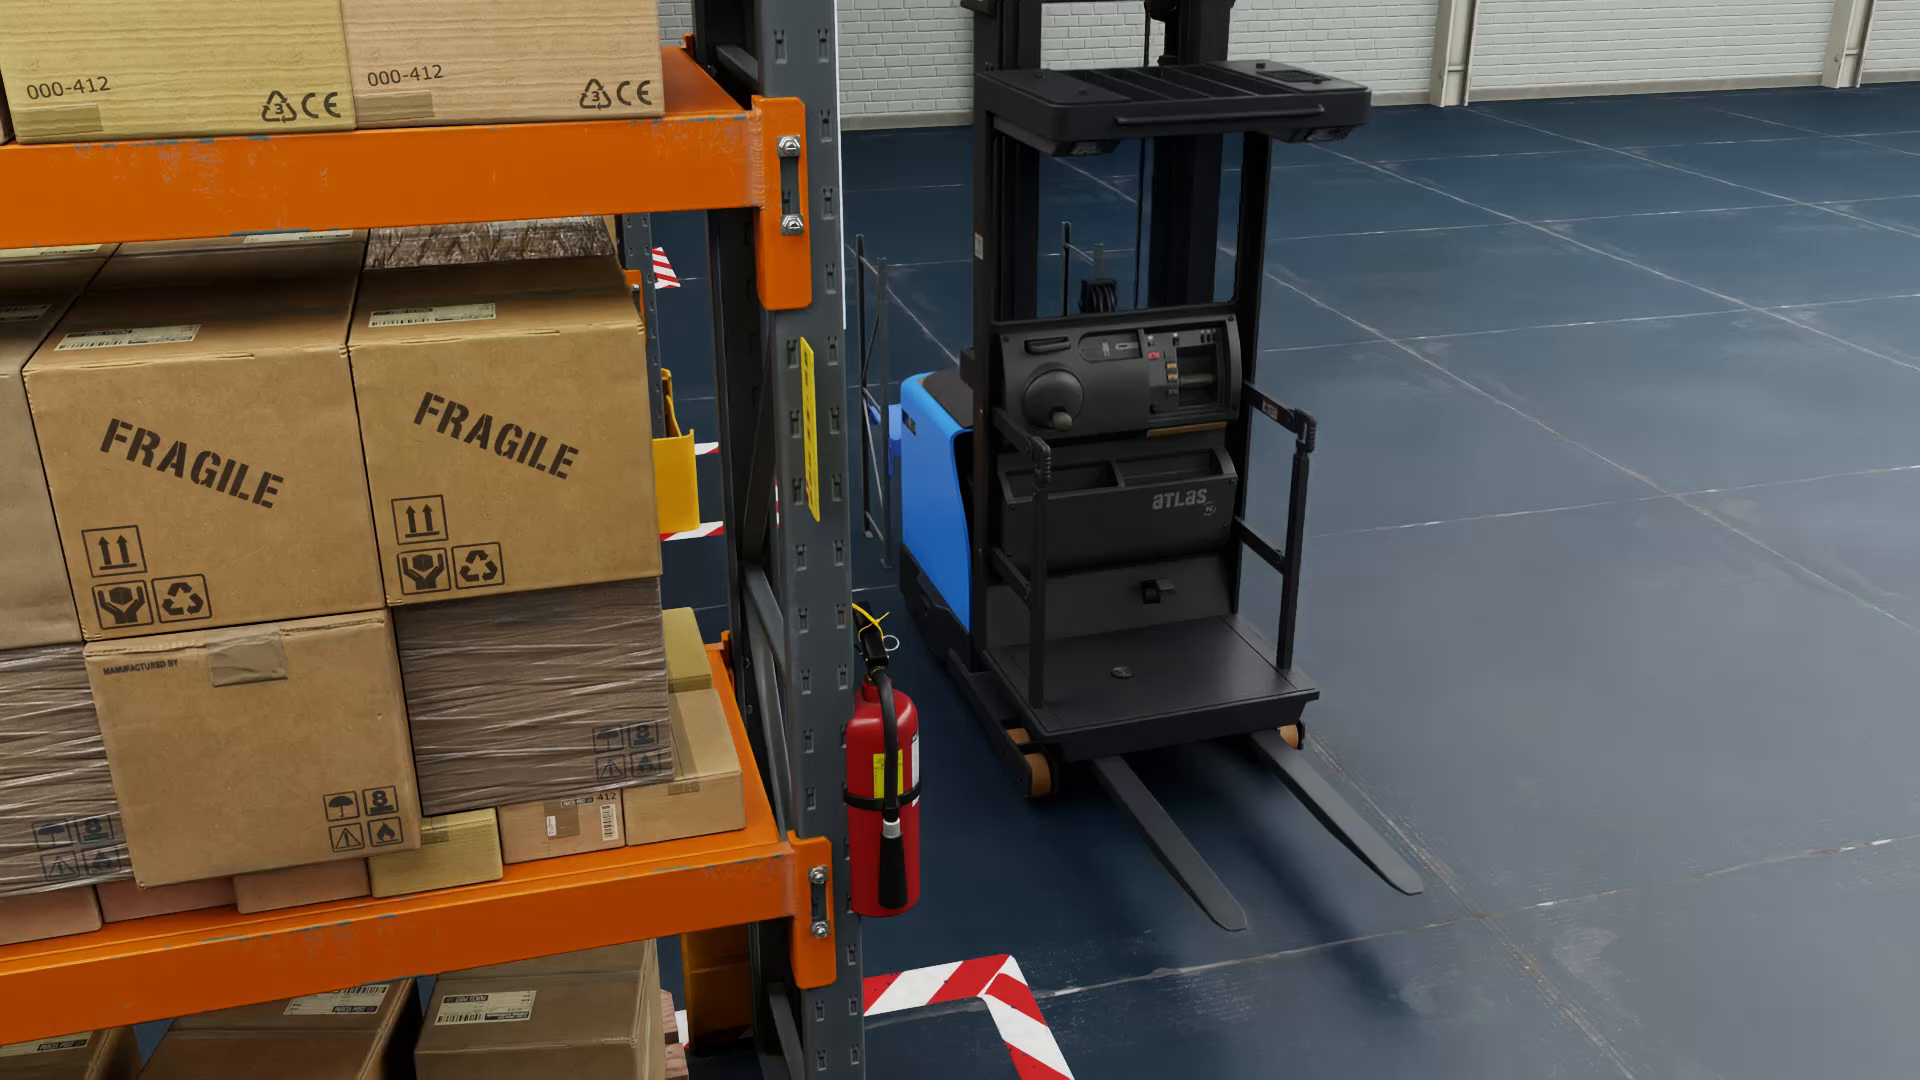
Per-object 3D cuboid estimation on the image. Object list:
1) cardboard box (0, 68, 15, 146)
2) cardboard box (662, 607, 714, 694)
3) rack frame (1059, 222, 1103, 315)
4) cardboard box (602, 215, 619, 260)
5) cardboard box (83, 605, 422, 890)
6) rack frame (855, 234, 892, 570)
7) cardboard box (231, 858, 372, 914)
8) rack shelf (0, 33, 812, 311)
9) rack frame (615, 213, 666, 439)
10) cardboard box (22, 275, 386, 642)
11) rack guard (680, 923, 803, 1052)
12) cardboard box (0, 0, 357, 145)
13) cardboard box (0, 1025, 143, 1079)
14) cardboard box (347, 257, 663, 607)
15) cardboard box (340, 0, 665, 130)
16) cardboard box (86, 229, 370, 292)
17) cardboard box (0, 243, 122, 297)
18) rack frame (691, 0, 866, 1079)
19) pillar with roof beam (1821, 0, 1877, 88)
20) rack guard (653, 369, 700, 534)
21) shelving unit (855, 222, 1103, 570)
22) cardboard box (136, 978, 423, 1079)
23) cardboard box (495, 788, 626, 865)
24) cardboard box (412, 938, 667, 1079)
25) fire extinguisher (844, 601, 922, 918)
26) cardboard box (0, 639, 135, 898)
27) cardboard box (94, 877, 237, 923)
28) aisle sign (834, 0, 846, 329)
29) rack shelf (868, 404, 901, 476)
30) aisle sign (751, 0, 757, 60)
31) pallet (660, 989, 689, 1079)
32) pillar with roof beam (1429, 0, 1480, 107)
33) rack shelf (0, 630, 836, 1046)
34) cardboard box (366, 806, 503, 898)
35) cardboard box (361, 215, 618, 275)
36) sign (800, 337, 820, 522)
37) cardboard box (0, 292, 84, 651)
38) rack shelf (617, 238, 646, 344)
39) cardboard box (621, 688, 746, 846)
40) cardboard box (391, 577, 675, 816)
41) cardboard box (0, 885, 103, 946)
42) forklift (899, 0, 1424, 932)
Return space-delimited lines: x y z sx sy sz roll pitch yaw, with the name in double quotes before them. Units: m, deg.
"cardboard box" -1.776 -0.792 2.679 0.500 0.250 0.500 -6 24 -13
"cardboard box" -0.744 0.319 4.021 0.250 0.149 0.380 -6 24 -14
"rack frame" 0.572 -0.752 8.102 0.032 1.500 0.500 -6 24 -14
"cardboard box" -1.993 -1.642 8.083 0.550 0.550 0.875 -6 24 -14
"cardboard box" -1.391 0.228 3.410 0.500 0.500 0.875 -6 24 -14
"rack frame" -0.407 -0.644 7.849 0.032 1.500 0.500 -6 24 -14
"cardboard box" -1.336 0.581 3.410 0.250 0.149 0.380 -6 24 -14
"rack shelf" -2.331 -0.571 2.885 4.000 0.370 1.077 -6 24 -14
"rack frame" -1.648 -1.630 8.245 0.127 3.000 1.000 -6 24 -14
"cardboard box" -1.348 -0.171 3.071 0.500 0.500 0.500 -6 24 -14
"rack guard" -0.478 1.421 4.305 0.348 0.500 1.175 -6 24 -14
"cardboard box" -1.281 -0.844 2.799 0.500 0.250 0.500 -6 24 -14
"cardboard box" -2.185 1.416 3.784 0.500 0.500 0.500 -4 24 -9
"cardboard box" -0.868 -0.226 3.201 0.500 0.500 0.500 -6 24 -14
"cardboard box" -0.801 -0.898 2.925 0.500 0.250 0.500 -6 24 -13
"cardboard box" -1.492 -0.373 3.543 0.500 0.500 0.500 -6 24 -14
"cardboard box" -1.973 -0.319 3.417 0.500 0.500 0.500 -6 24 -14
"rack frame" -0.405 0.264 3.831 0.127 3.000 1.000 -6 24 -14
"pillar with roof beam" 13.153 -8.691 17.092 0.400 9.000 9.100 -6 24 -14
"rack guard" -1.625 -0.484 8.744 0.348 0.500 1.175 -6 24 -14
"shelving unit" 0.082 -0.698 7.975 1.048 1.500 0.538 -6 24 -14
"cardboard box" -1.577 1.356 3.923 0.500 0.500 0.500 0 23 0
"cardboard box" -0.865 0.514 3.566 0.250 0.149 0.380 -6 24 -14
"cardboard box" -1.011 1.280 4.101 0.500 0.500 0.500 -2 23 -5
"fire extinguisher" -0.171 0.462 3.467 0.183 0.674 0.296 -6 24 -14
"cardboard box" -1.884 0.265 3.325 0.500 0.500 0.875 -6 24 -14
"cardboard box" -1.588 0.592 3.385 0.250 0.149 0.380 -6 24 -14
"aisle sign" -0.265 -0.824 3.069 0.004 0.787 0.394 -6 24 -14
"rack shelf" 0.082 -0.533 8.046 1.000 0.185 0.538 -6 24 -14
"aisle sign" -0.427 -1.051 3.600 0.004 0.787 0.394 -6 24 -14
"pallet" -1.270 1.626 4.192 1.213 0.211 1.003 -6 24 -14
"pillar with roof beam" 7.376 -8.051 15.602 0.400 9.000 9.100 -6 24 -14
"rack shelf" -2.331 0.807 3.477 4.000 0.370 1.077 -6 24 -14
"cardboard box" -1.092 0.560 3.458 0.250 0.149 0.380 -6 24 -14
"cardboard box" -1.008 -0.423 3.660 0.500 0.500 0.500 -6 24 -14
"sign" -0.275 -0.201 3.045 0.005 0.325 0.100 -6 24 -14
"cardboard box" -1.830 -0.118 2.950 0.500 0.500 0.500 -6 24 -14
"rack shelf" -3.573 -1.087 7.890 4.000 0.370 1.077 -6 24 -14
"cardboard box" -0.624 0.488 3.628 0.250 0.149 0.380 -6 24 -14
"cardboard box" -0.942 0.129 3.641 0.500 0.500 0.875 -6 24 -14
"cardboard box" -1.823 0.627 3.303 0.250 0.149 0.380 -6 24 -14
"forklift" 0.661 -0.583 5.892 1.130 2.935 3.031 -7 24 -16
